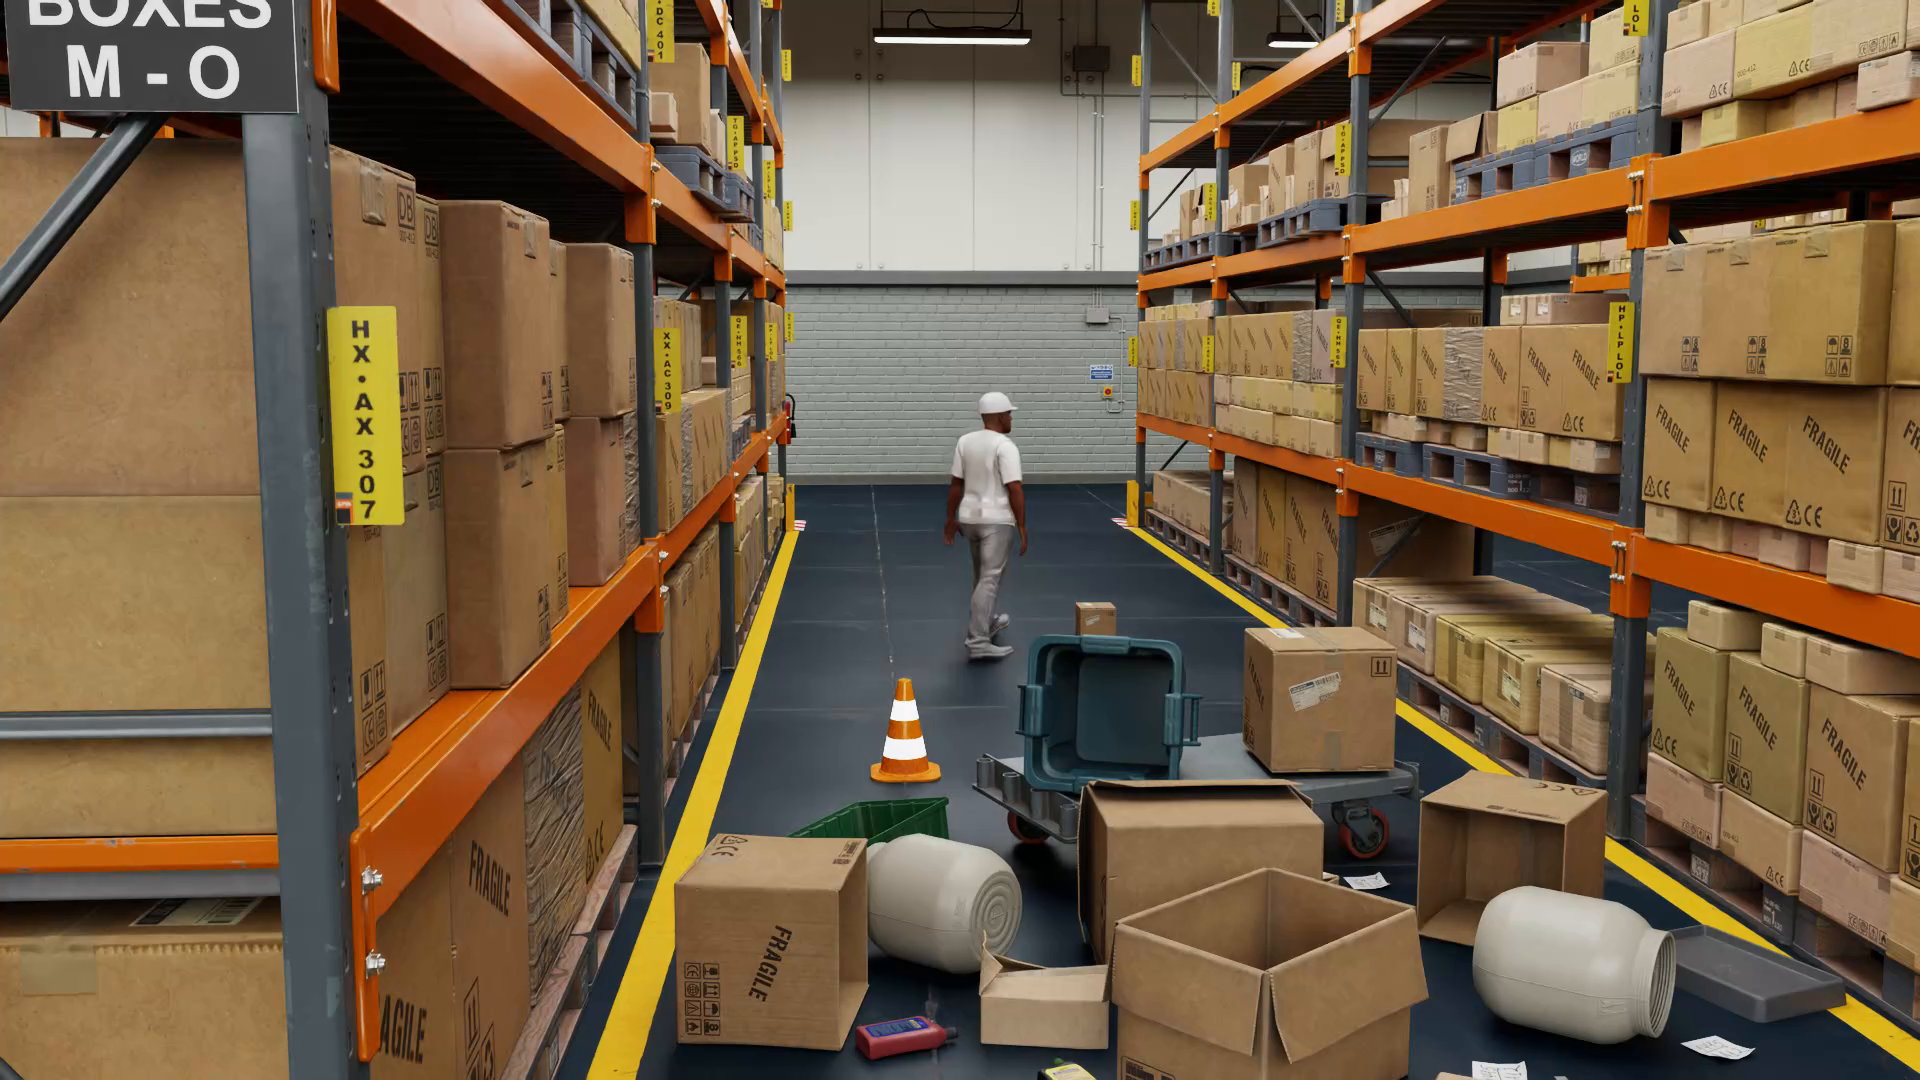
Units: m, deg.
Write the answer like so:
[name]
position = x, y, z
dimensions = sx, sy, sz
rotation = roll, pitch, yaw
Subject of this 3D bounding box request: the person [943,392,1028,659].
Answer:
[person]
position = 0.237, -0.128, 11.190
dimensions = 0.838, 1.728, 0.776
rotation = -6, 9, -39
